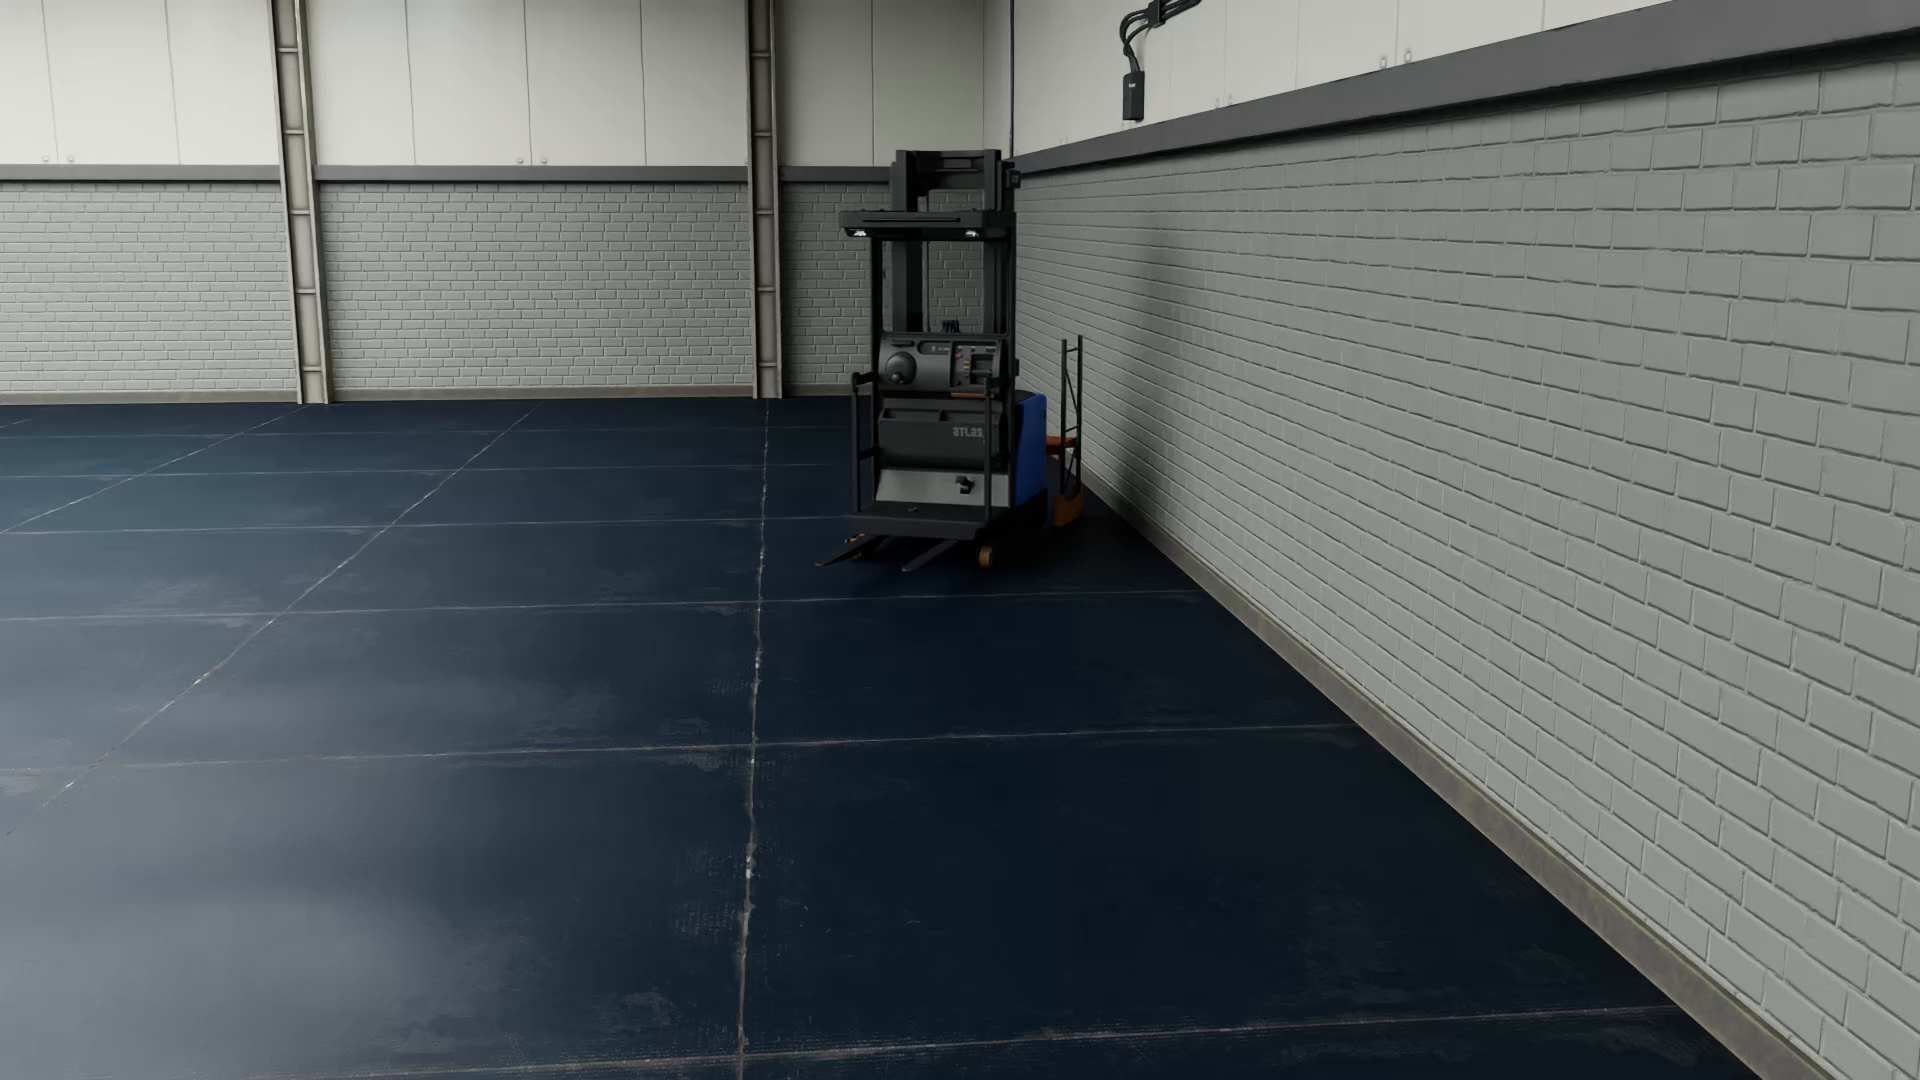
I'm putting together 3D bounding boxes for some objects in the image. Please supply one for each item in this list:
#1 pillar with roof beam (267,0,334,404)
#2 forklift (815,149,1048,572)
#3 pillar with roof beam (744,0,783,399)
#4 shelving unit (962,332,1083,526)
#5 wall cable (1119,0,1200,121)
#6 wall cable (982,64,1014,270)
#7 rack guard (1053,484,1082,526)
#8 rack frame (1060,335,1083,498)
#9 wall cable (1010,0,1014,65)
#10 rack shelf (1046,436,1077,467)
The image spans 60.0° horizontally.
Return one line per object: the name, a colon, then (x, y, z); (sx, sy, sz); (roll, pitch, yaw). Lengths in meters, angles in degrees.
pillar with roof beam: (-8.139, -5.429, 17.156); (0.400, 9.000, 9.100); (-1, 11, -6)
forklift: (-0.201, -1.319, 11.982); (1.130, 2.935, 3.031); (3, 12, 16)
pillar with roof beam: (-2.174, -5.554, 17.792); (0.400, 9.000, 9.100); (-1, 11, -6)
shelving unit: (0.424, -0.939, 13.757); (1.083, 1.500, 0.587); (4, 12, 20)
wall cable: (1.442, -6.035, 11.423); (0.169, 6.003, 2.305); (-1, 11, -6)
wall cable: (0.432, -4.664, 21.313); (0.112, 2.526, 3.097); (-1, 11, -6)
rack guard: (0.891, -0.292, 13.708); (0.087, 0.250, 0.587); (4, 12, 20)
rack frame: (0.910, -0.904, 13.581); (0.032, 1.500, 0.500); (4, 12, 20)
wall cable: (0.724, -6.623, 18.187); (0.112, 2.526, 3.097); (-1, 11, -6)
rack shelf: (0.433, -0.762, 13.789); (1.000, 0.185, 0.538); (4, 12, 20)
